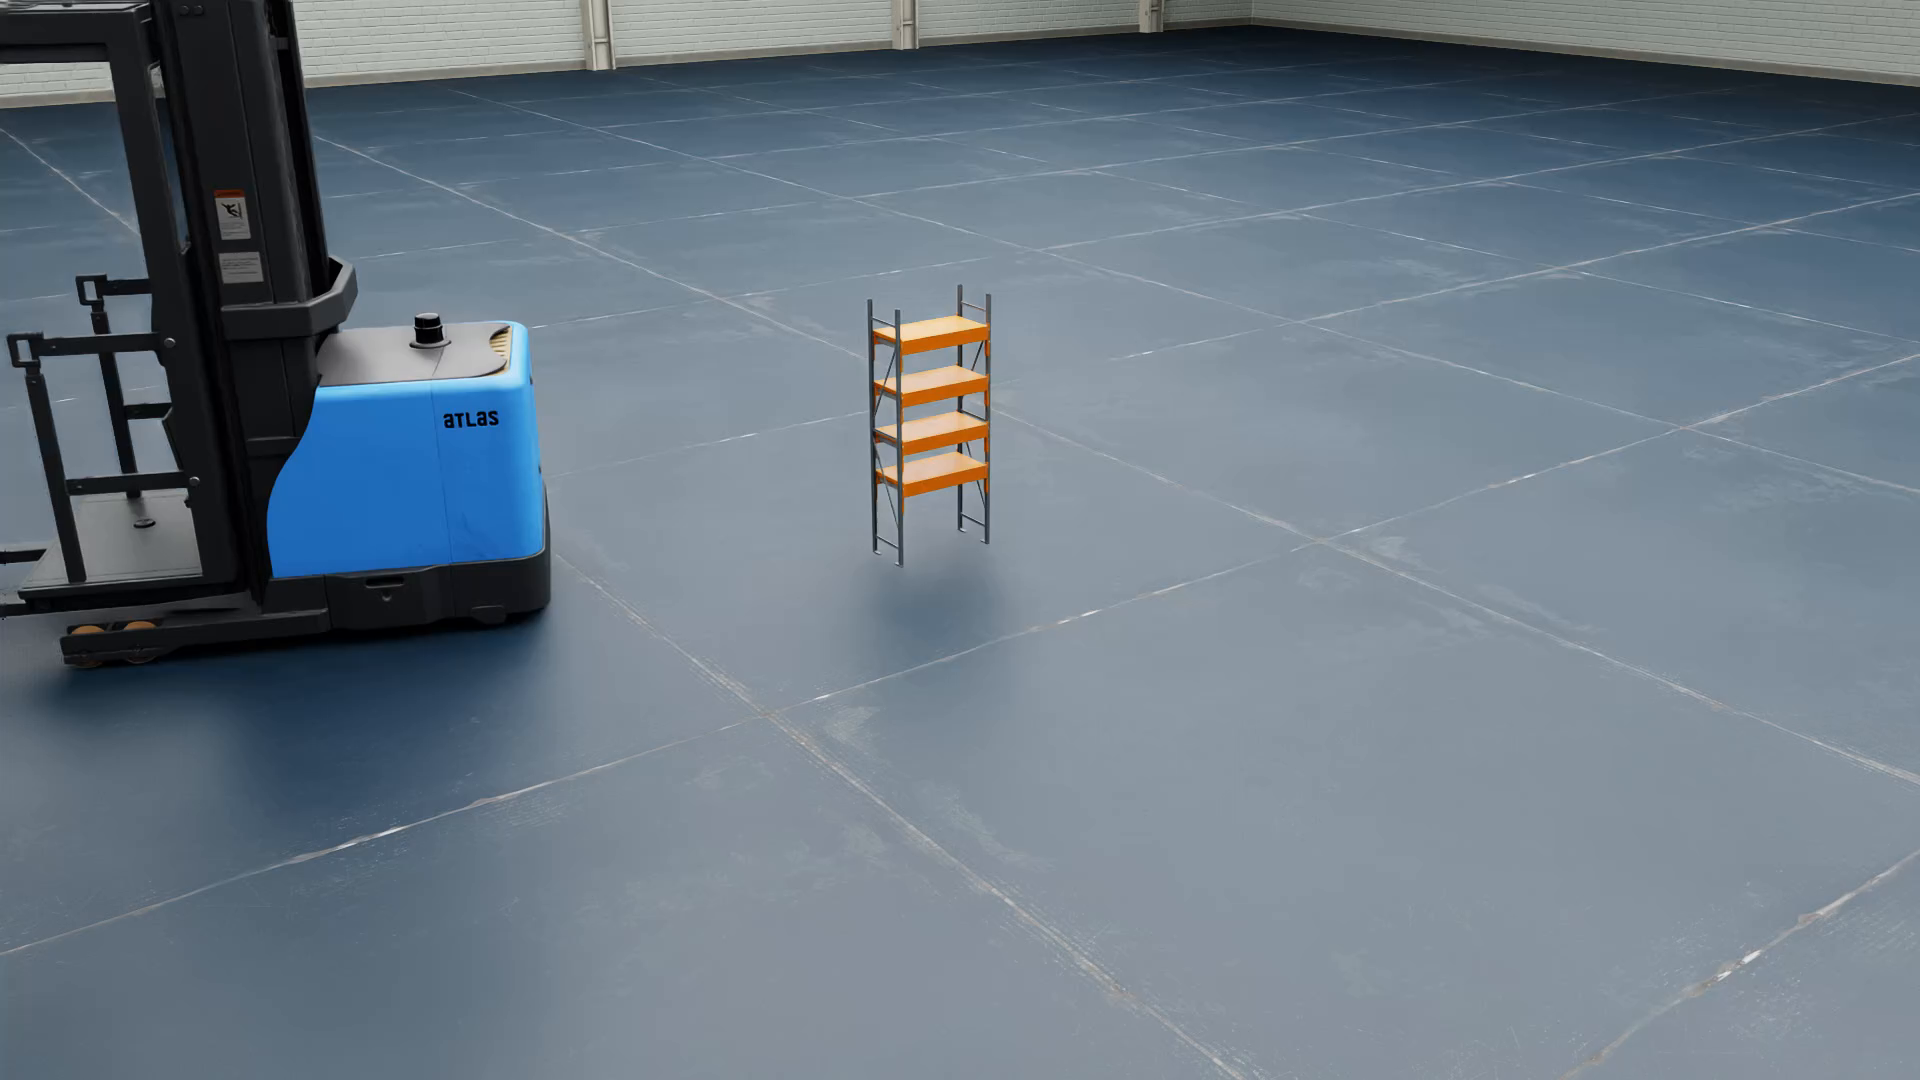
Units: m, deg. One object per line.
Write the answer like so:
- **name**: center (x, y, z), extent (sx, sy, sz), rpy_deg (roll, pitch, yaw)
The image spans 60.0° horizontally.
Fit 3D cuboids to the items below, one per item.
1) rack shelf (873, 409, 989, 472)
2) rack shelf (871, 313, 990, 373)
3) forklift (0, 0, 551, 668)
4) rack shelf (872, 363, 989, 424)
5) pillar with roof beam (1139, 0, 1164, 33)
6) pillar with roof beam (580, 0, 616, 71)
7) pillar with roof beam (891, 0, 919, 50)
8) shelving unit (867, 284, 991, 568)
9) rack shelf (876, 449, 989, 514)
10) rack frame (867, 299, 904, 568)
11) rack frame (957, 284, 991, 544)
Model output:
- **rack shelf**: center (-0.134, -0.459, 7.609), extent (0.480, 0.148, 0.258), rpy_deg (-15, 26, -33)
- **rack shelf**: center (-0.134, -0.886, 7.439), extent (0.480, 0.148, 0.258), rpy_deg (-15, 26, -33)
- **forklift**: center (-3.311, -1.066, 6.612), extent (3.031, 2.935, 1.130), rpy_deg (-5, 22, -12)
- **rack shelf**: center (-0.134, -0.667, 7.526), extent (0.480, 0.148, 0.258), rpy_deg (-15, 26, -33)
- **pillar with roof beam**: center (6.381, -13.185, 28.797), extent (0.400, 9.000, 9.100), rpy_deg (-15, 26, -33)
- **pillar with roof beam**: center (-3.360, -10.588, 22.288), extent (0.400, 9.000, 9.100), rpy_deg (-15, 26, -33)
- **pillar with roof beam**: center (1.510, -11.886, 25.542), extent (0.400, 9.000, 9.100), rpy_deg (-15, 26, -33)
- **shelving unit**: center (-0.134, -0.521, 7.584), extent (0.503, 1.200, 0.258), rpy_deg (-15, 26, -33)
- **rack shelf**: center (-0.134, -0.275, 7.683), extent (0.480, 0.148, 0.258), rpy_deg (-15, 26, -33)
- **rack frame**: center (-0.332, -0.469, 7.452), extent (0.015, 1.200, 0.240), rpy_deg (-15, 26, -33)
- **rack frame**: center (0.064, -0.574, 7.717), extent (0.015, 1.200, 0.240), rpy_deg (-15, 26, -33)
